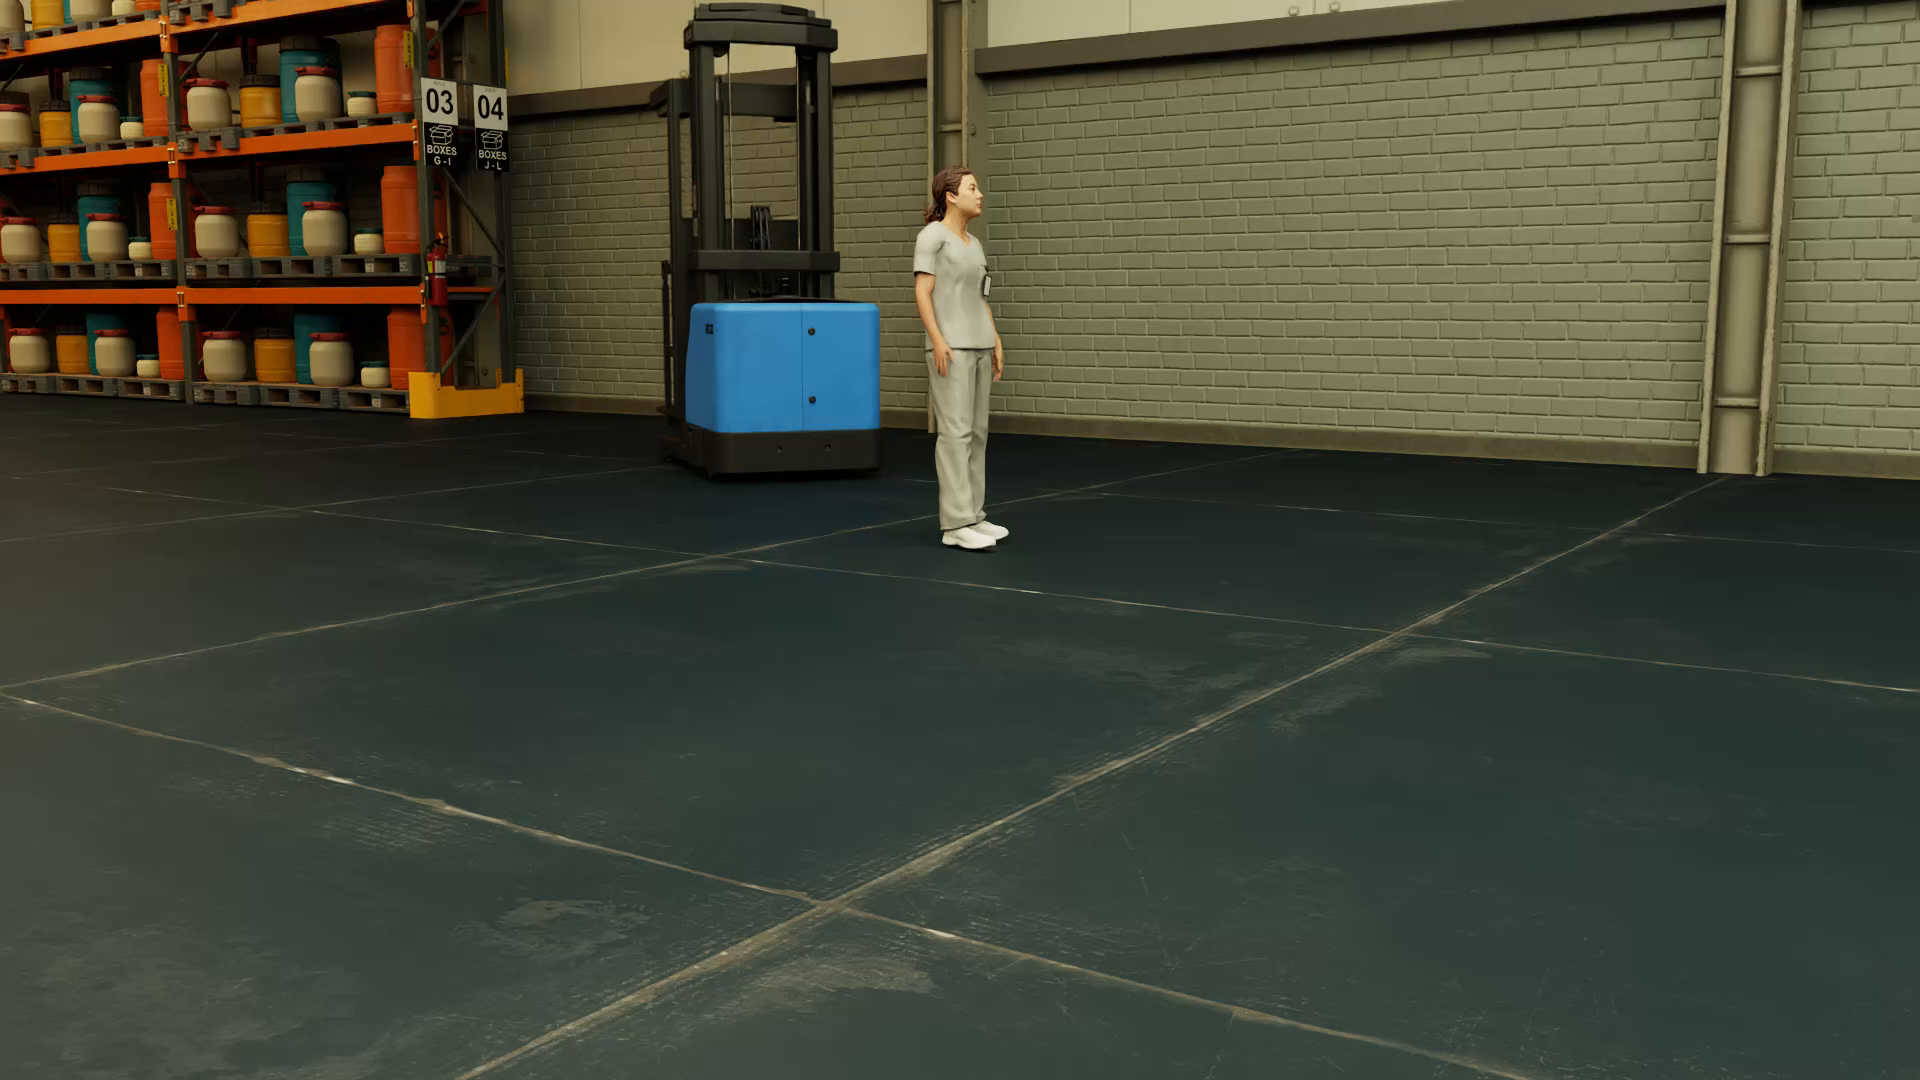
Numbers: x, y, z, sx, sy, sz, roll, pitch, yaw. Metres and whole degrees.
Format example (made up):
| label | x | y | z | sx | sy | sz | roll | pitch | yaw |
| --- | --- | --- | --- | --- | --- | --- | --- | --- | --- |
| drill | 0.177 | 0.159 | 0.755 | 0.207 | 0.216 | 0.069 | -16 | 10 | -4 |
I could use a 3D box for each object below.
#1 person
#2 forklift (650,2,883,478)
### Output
| label | x | y | z | sx | sy | sz | roll | pitch | yaw |
| --- | --- | --- | --- | --- | --- | --- | --- | --- | --- |
| person | 0.054 | -0.830 | 7.432 | 0.548 | 1.673 | 0.549 | 5 | 10 | 34 |
| forklift | -1.455 | -1.996 | 11.231 | 1.130 | 2.935 | 3.031 | -3 | 9 | -20 |
